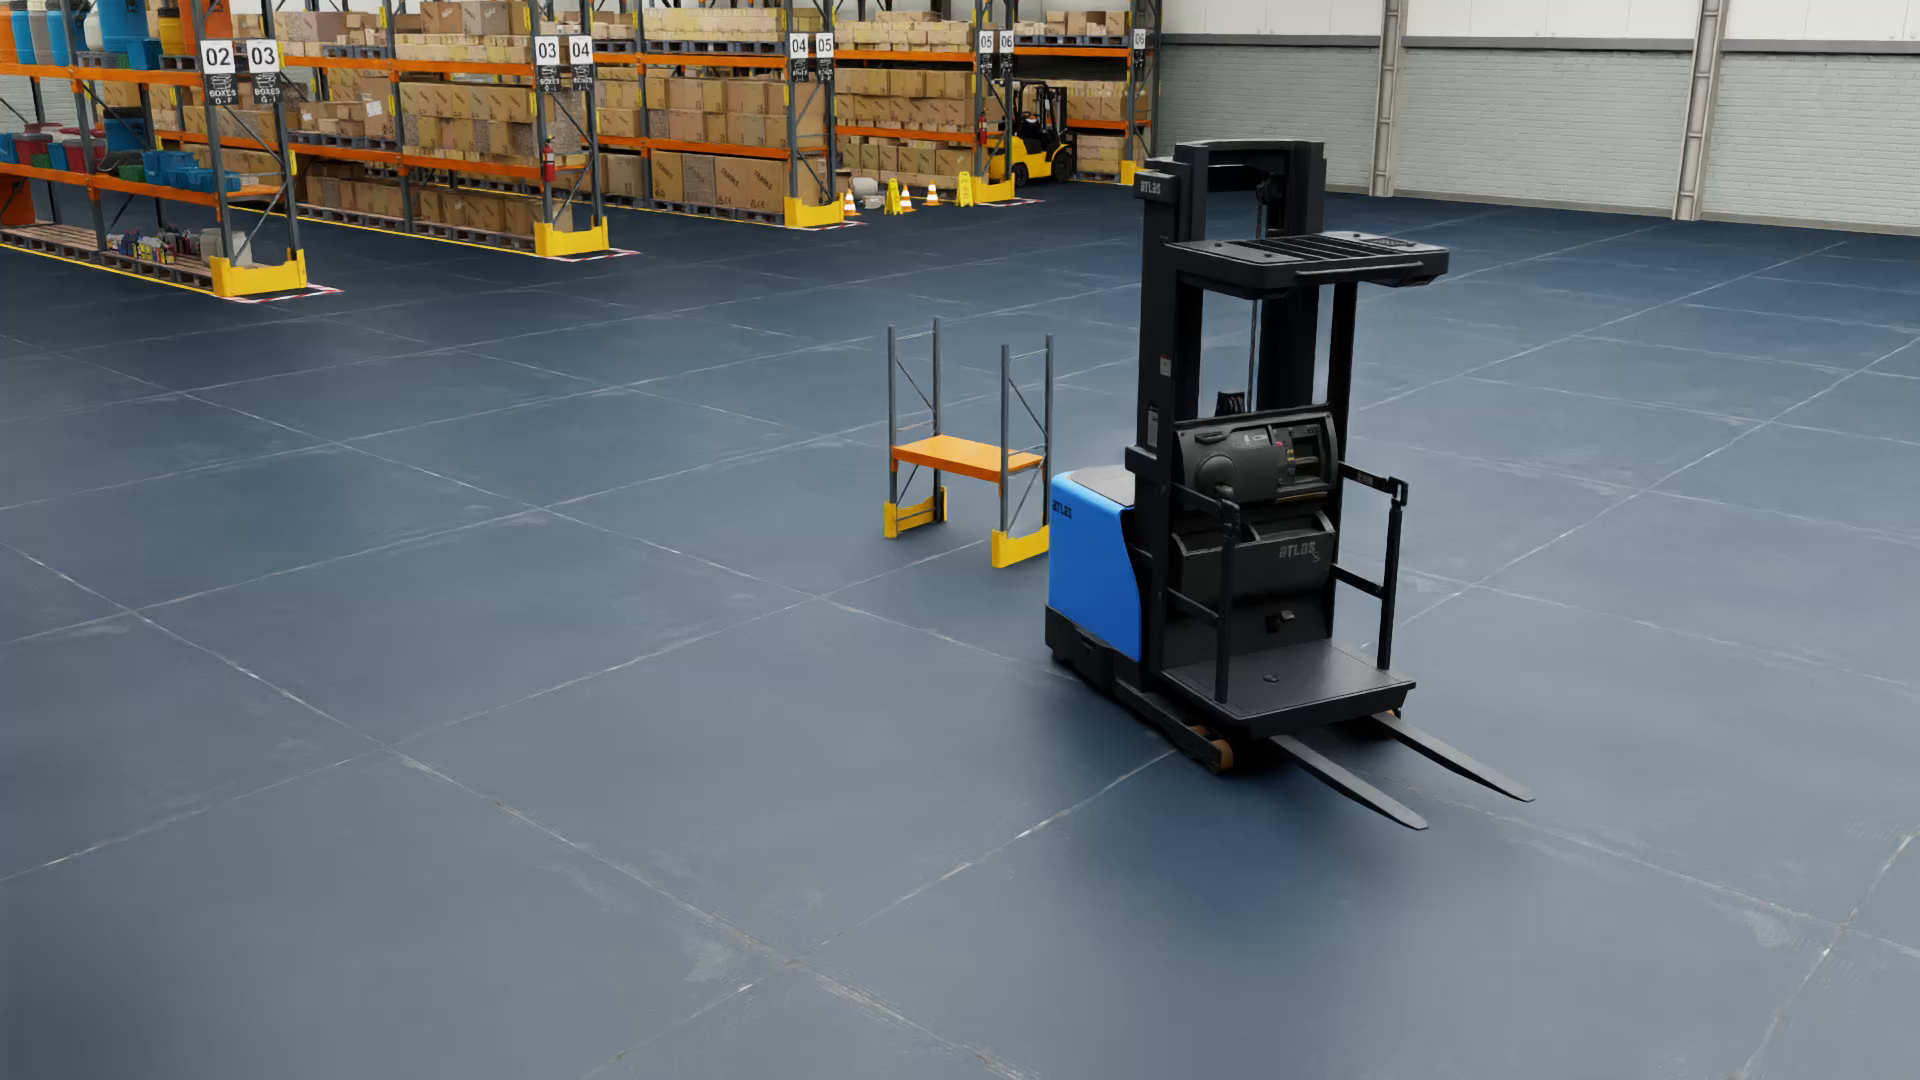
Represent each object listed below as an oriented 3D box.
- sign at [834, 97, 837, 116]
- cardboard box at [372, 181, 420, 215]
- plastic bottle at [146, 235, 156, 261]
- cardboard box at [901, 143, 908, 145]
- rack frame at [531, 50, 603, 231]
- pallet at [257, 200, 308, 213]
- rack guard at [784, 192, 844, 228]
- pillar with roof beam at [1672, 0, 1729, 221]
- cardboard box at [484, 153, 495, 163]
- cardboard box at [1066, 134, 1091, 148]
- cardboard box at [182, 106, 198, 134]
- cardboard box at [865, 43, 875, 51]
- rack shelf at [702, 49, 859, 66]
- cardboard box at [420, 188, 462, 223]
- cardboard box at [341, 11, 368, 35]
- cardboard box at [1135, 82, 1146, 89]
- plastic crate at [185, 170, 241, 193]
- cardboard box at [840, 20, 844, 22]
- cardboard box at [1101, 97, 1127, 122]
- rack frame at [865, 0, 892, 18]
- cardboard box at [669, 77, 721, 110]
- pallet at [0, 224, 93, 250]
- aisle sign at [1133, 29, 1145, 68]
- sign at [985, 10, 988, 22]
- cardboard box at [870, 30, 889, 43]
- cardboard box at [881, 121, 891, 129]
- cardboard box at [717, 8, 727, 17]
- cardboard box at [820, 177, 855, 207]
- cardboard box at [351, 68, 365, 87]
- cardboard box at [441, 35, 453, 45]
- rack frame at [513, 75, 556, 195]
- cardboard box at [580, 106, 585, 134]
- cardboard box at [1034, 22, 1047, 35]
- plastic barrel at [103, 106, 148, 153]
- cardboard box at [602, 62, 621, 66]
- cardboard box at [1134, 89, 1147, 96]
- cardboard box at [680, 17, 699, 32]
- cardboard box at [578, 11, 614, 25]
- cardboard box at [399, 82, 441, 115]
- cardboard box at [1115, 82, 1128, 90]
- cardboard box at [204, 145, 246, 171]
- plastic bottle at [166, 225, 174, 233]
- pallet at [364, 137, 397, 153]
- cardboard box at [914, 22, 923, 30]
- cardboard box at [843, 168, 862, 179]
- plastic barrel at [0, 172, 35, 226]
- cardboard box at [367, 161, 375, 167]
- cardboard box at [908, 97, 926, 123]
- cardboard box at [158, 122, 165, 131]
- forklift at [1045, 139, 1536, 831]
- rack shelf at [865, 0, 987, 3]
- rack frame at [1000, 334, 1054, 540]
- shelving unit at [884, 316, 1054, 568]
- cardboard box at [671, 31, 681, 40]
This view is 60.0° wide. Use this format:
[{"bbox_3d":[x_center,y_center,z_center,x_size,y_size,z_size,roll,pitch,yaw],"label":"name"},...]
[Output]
[{"bbox_3d":[-2.189,-7.546,28.941,0.005,0.325,0.100,15,23,39],"label":"sign"},{"bbox_3d":[-9.711,-5.919,28.781,0.500,0.500,0.700,15,23,39],"label":"cardboard box"},{"bbox_3d":[-11.283,-4.082,23.241,0.185,0.351,0.144,16,24,41],"label":"plastic bottle"},{"bbox_3d":[-0.959,-7.899,34.229,0.500,0.500,0.500,17,24,42],"label":"cardboard box"},{"bbox_3d":[-5.930,-5.869,25.220,0.127,3.000,1.000,15,23,39],"label":"rack frame"},{"bbox_3d":[-12.453,-6.322,31.255,1.213,0.211,1.003,15,23,39],"label":"pallet"},{"bbox_3d":[-2.544,-5.775,29.055,0.348,0.500,1.175,15,23,39],"label":"rack guard"},{"bbox_3d":[10.135,-9.055,25.340,0.400,9.000,9.100,15,23,39],"label":"pillar with roof beam"},{"bbox_3d":[-7.226,-6.007,26.070,0.250,0.149,0.380,15,23,39],"label":"cardboard box"},{"bbox_3d":[2.619,-8.823,36.727,0.500,0.250,0.500,15,23,40],"label":"cardboard box"},{"bbox_3d":[-14.727,-8.177,32.327,0.500,0.500,0.500,15,23,39],"label":"cardboard box"},{"bbox_3d":[-1.695,-9.957,33.557,0.250,0.149,0.380,16,24,41],"label":"cardboard box"},{"bbox_3d":[-3.840,-10.403,35.736,4.000,0.370,1.077,15,23,39],"label":"rack shelf"},{"bbox_3d":[-8.649,-5.592,27.783,0.500,0.500,0.500,14,22,38],"label":"cardboard box"},{"bbox_3d":[-10.640,-8.948,28.972,0.500,0.500,0.500,16,23,40],"label":"cardboard box"},{"bbox_3d":[3.831,-9.849,36.032,0.250,0.149,0.380,14,23,38],"label":"cardboard box"},{"bbox_3d":[-9.790,-4.710,21.815,0.616,0.251,0.499,15,23,39],"label":"plastic crate"},{"bbox_3d":[-2.856,-12.652,40.731,0.250,0.149,0.380,14,22,37],"label":"cardboard box"},{"bbox_3d":[3.398,-9.322,35.934,0.500,0.500,0.500,14,23,38],"label":"cardboard box"},{"bbox_3d":[-2.043,-13.701,39.979,0.127,3.000,1.000,15,23,39],"label":"rack frame"},{"bbox_3d":[-4.812,-8.194,30.513,0.550,0.550,0.875,15,23,39],"label":"cardboard box"},{"bbox_3d":[-14.647,-4.861,26.654,1.213,0.211,1.003,15,23,39],"label":"pallet"},{"bbox_3d":[3.794,-10.394,35.181,0.004,0.787,0.394,15,23,39],"label":"aisle sign"},{"bbox_3d":[0.595,-11.740,37.384,0.005,0.325,0.100,15,23,39],"label":"sign"},{"bbox_3d":[-1.438,-10.059,33.220,0.500,0.250,0.500,15,23,40],"label":"cardboard box"},{"bbox_3d":[-1.370,-8.400,33.609,0.250,0.149,0.380,15,23,40],"label":"cardboard box"},{"bbox_3d":[-3.990,-9.155,28.853,0.250,0.149,0.380,15,23,38],"label":"cardboard box"},{"bbox_3d":[-2.346,-6.701,31.969,0.637,0.503,0.797,0,18,2],"label":"cardboard box"},{"bbox_3d":[-13.230,-10.388,37.150,0.500,0.500,0.500,14,22,38],"label":"cardboard box"},{"bbox_3d":[-7.883,-7.832,26.035,0.250,0.149,0.380,14,23,38],"label":"cardboard box"},{"bbox_3d":[-8.545,-8.577,33.753,0.127,3.000,1.000,15,23,39],"label":"rack frame"},{"bbox_3d":[-7.259,-8.170,32.306,0.500,0.500,0.500,15,23,39],"label":"cardboard box"},{"bbox_3d":[1.857,-11.285,36.689,0.258,0.266,0.396,14,23,38],"label":"cardboard box"},{"bbox_3d":[-12.297,-5.937,24.604,0.708,0.901,0.600,15,23,39],"label":"plastic barrel"},{"bbox_3d":[-8.391,-11.476,39.997,0.250,0.149,0.380,15,23,38],"label":"cardboard box"},{"bbox_3d":[3.859,-9.719,36.112,0.250,0.149,0.380,14,23,38],"label":"cardboard box"},{"bbox_3d":[-4.618,-9.158,29.522,0.500,0.250,0.500,15,23,39],"label":"cardboard box"},{"bbox_3d":[-7.059,-10.017,32.305,0.500,0.500,0.500,15,23,39],"label":"cardboard box"},{"bbox_3d":[-8.754,-7.190,27.073,0.500,0.500,0.500,15,23,39],"label":"cardboard box"},{"bbox_3d":[3.532,-9.758,35.744,0.250,0.149,0.380,15,23,39],"label":"cardboard box"},{"bbox_3d":[-13.744,-7.163,32.114,0.875,0.875,1.225,14,22,37],"label":"cardboard box"},{"bbox_3d":[-11.536,-4.435,24.352,0.185,0.351,0.144,14,23,38],"label":"plastic bottle"},{"bbox_3d":[-9.397,-6.767,28.367,1.213,0.211,1.003,15,23,39],"label":"pallet"},{"bbox_3d":[-0.683,-10.082,32.632,0.250,0.149,0.380,14,22,38],"label":"cardboard box"},{"bbox_3d":[-2.082,-7.624,34.602,0.500,0.250,0.500,14,22,37],"label":"cardboard box"},{"bbox_3d":[-15.578,-5.615,27.312,0.708,0.830,0.600,15,23,39],"label":"plastic barrel"},{"bbox_3d":[-13.184,-8.540,37.653,0.250,0.149,0.380,15,23,39],"label":"cardboard box"},{"bbox_3d":[-0.684,-8.550,33.010,0.500,0.500,0.500,15,23,39],"label":"cardboard box"},{"bbox_3d":[-15.735,-8.249,33.134,0.250,0.149,0.380,15,23,38],"label":"cardboard box"},{"bbox_3d":[1.586,-0.409,8.129,1.130,2.935,3.031,-8,19,-25],"label":"forklift"},{"bbox_3d":[-0.548,-12.766,38.883,4.000,0.370,1.077,15,23,39],"label":"rack shelf"},{"bbox_3d":[0.444,-0.596,11.083,0.032,1.500,0.500,15,23,39],"label":"rack frame"},{"bbox_3d":[0.057,-0.700,11.410,1.083,1.500,0.587,15,23,39],"label":"shelving unit"},{"bbox_3d":[-4.939,-9.030,29.775,0.250,0.149,0.380,15,23,38],"label":"cardboard box"}]
